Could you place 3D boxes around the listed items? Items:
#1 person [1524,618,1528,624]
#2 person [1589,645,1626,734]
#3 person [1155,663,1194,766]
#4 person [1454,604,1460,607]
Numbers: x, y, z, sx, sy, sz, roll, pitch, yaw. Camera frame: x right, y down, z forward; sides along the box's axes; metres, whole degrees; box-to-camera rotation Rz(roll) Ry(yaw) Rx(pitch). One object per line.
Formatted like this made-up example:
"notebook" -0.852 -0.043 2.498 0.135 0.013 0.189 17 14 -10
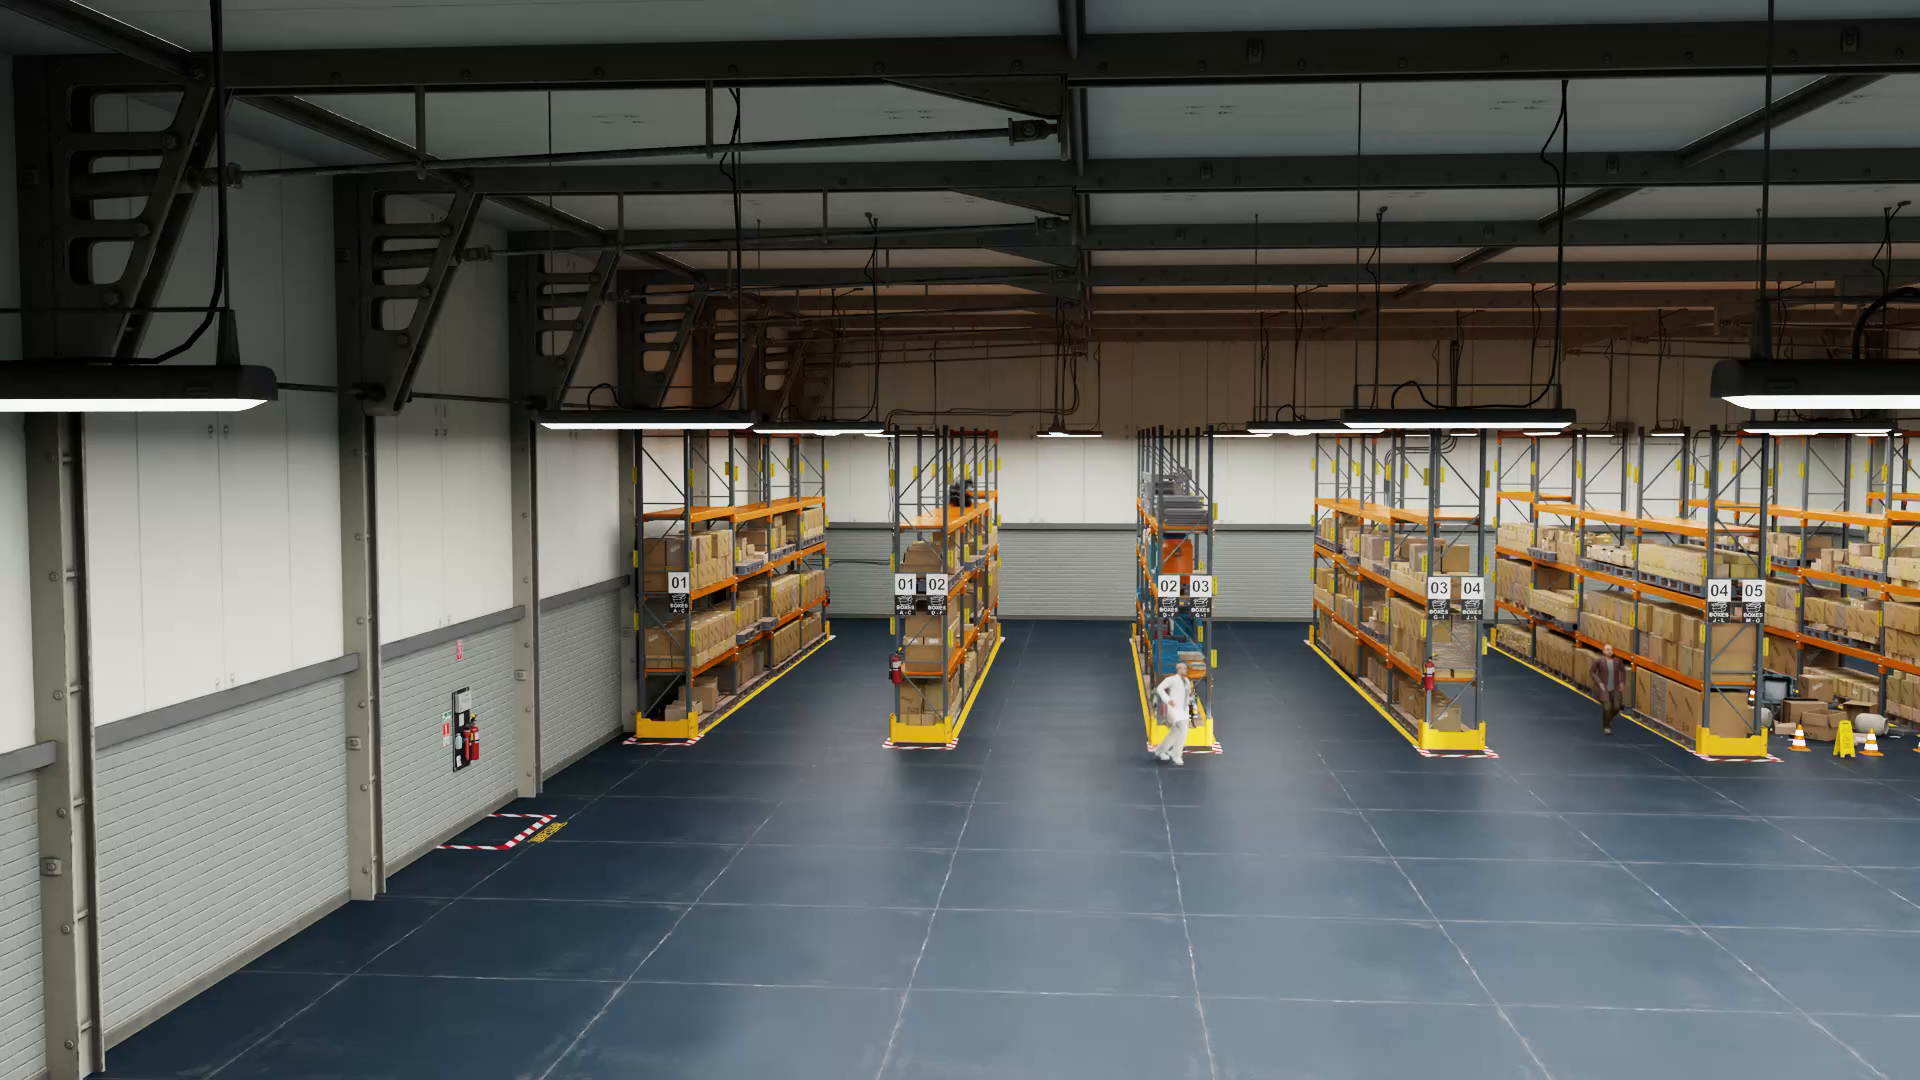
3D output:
"person" 16.238 2.133 47.220 0.578 1.535 0.475 -3 5 -43
"person" 12.645 2.904 32.443 0.706 1.739 0.598 0 3 4
"person" 3.869 3.074 29.705 0.716 1.765 0.778 3 4 40
"person" 13.567 2.148 46.236 0.653 1.588 0.822 2 4 28
